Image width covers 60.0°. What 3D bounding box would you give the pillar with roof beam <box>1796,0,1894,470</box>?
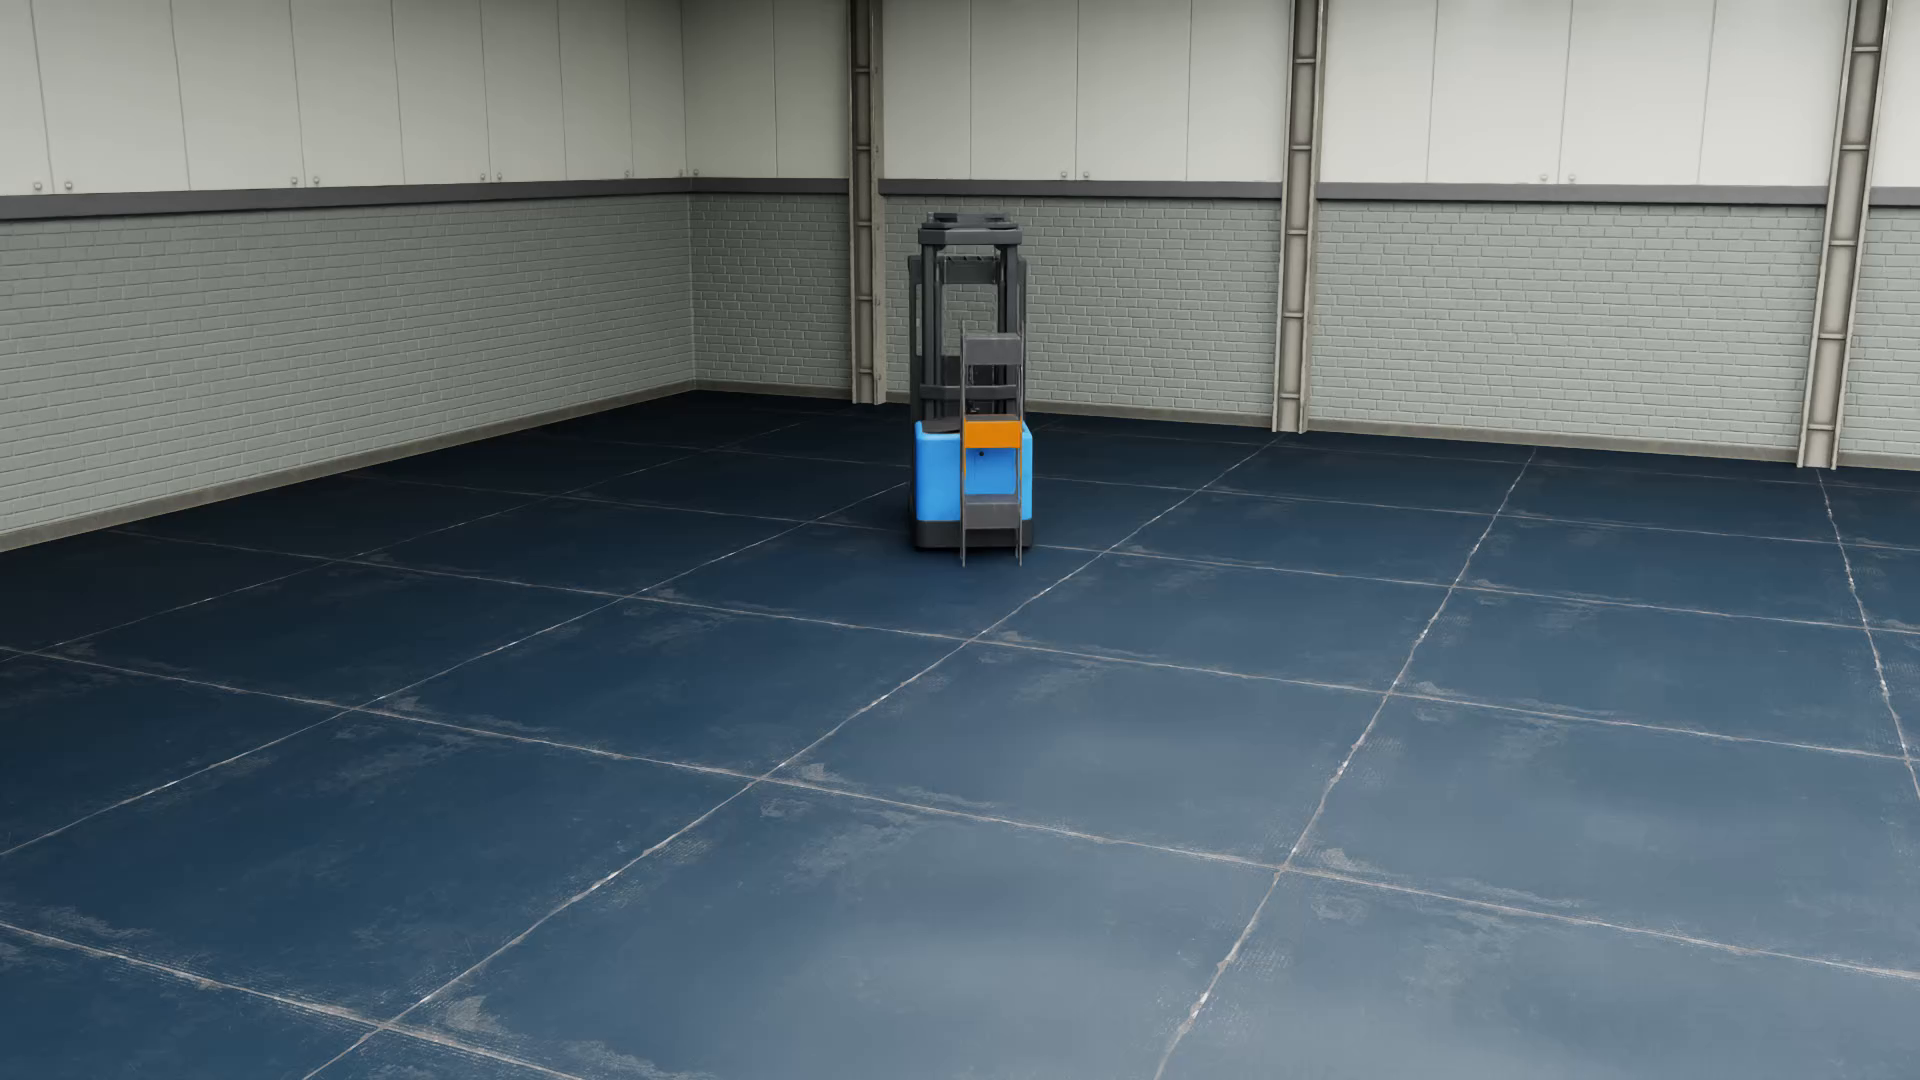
[{"bbox_3d":[7.945,-4.321,13.965,0.400,9.000,9.100,6,14,23],"label":"pillar with roof beam"}]

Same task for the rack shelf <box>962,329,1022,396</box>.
[{"bbox_3d":[0.264,-1.503,14.053,0.480,0.518,0.431,-1,13,-4],"label":"rack shelf"}]

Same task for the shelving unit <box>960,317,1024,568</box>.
[{"bbox_3d":[0.264,-0.834,14.210,0.503,2.100,0.431,-1,13,-4],"label":"shelving unit"}]

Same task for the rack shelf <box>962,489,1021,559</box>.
[{"bbox_3d":[0.264,-0.140,14.373,0.480,0.518,0.431,-1,13,-4],"label":"rack shelf"}]

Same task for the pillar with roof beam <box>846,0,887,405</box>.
[{"bbox_3d":[-3.027,-5.431,18.697,0.400,9.000,9.100,6,14,23],"label":"pillar with roof beam"}]

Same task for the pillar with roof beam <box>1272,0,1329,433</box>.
[{"bbox_3d":[2.459,-4.876,16.331,0.400,9.000,9.100,6,14,23],"label":"pillar with roof beam"}]

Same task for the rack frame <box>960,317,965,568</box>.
[{"bbox_3d":[0.020,-0.831,14.195,0.015,2.100,0.400,-1,13,-4],"label":"rack frame"}]

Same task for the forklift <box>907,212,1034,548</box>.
[{"bbox_3d":[0.059,-1.638,15.815,1.130,2.935,3.031,-1,13,-3],"label":"forklift"}]

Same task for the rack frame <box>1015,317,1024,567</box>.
[{"bbox_3d":[0.507,-0.838,14.225,0.015,2.100,0.400,-1,13,-4],"label":"rack frame"}]

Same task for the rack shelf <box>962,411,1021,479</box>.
[{"bbox_3d":[0.264,-0.821,14.213,0.480,0.518,0.431,-1,13,-4],"label":"rack shelf"}]
